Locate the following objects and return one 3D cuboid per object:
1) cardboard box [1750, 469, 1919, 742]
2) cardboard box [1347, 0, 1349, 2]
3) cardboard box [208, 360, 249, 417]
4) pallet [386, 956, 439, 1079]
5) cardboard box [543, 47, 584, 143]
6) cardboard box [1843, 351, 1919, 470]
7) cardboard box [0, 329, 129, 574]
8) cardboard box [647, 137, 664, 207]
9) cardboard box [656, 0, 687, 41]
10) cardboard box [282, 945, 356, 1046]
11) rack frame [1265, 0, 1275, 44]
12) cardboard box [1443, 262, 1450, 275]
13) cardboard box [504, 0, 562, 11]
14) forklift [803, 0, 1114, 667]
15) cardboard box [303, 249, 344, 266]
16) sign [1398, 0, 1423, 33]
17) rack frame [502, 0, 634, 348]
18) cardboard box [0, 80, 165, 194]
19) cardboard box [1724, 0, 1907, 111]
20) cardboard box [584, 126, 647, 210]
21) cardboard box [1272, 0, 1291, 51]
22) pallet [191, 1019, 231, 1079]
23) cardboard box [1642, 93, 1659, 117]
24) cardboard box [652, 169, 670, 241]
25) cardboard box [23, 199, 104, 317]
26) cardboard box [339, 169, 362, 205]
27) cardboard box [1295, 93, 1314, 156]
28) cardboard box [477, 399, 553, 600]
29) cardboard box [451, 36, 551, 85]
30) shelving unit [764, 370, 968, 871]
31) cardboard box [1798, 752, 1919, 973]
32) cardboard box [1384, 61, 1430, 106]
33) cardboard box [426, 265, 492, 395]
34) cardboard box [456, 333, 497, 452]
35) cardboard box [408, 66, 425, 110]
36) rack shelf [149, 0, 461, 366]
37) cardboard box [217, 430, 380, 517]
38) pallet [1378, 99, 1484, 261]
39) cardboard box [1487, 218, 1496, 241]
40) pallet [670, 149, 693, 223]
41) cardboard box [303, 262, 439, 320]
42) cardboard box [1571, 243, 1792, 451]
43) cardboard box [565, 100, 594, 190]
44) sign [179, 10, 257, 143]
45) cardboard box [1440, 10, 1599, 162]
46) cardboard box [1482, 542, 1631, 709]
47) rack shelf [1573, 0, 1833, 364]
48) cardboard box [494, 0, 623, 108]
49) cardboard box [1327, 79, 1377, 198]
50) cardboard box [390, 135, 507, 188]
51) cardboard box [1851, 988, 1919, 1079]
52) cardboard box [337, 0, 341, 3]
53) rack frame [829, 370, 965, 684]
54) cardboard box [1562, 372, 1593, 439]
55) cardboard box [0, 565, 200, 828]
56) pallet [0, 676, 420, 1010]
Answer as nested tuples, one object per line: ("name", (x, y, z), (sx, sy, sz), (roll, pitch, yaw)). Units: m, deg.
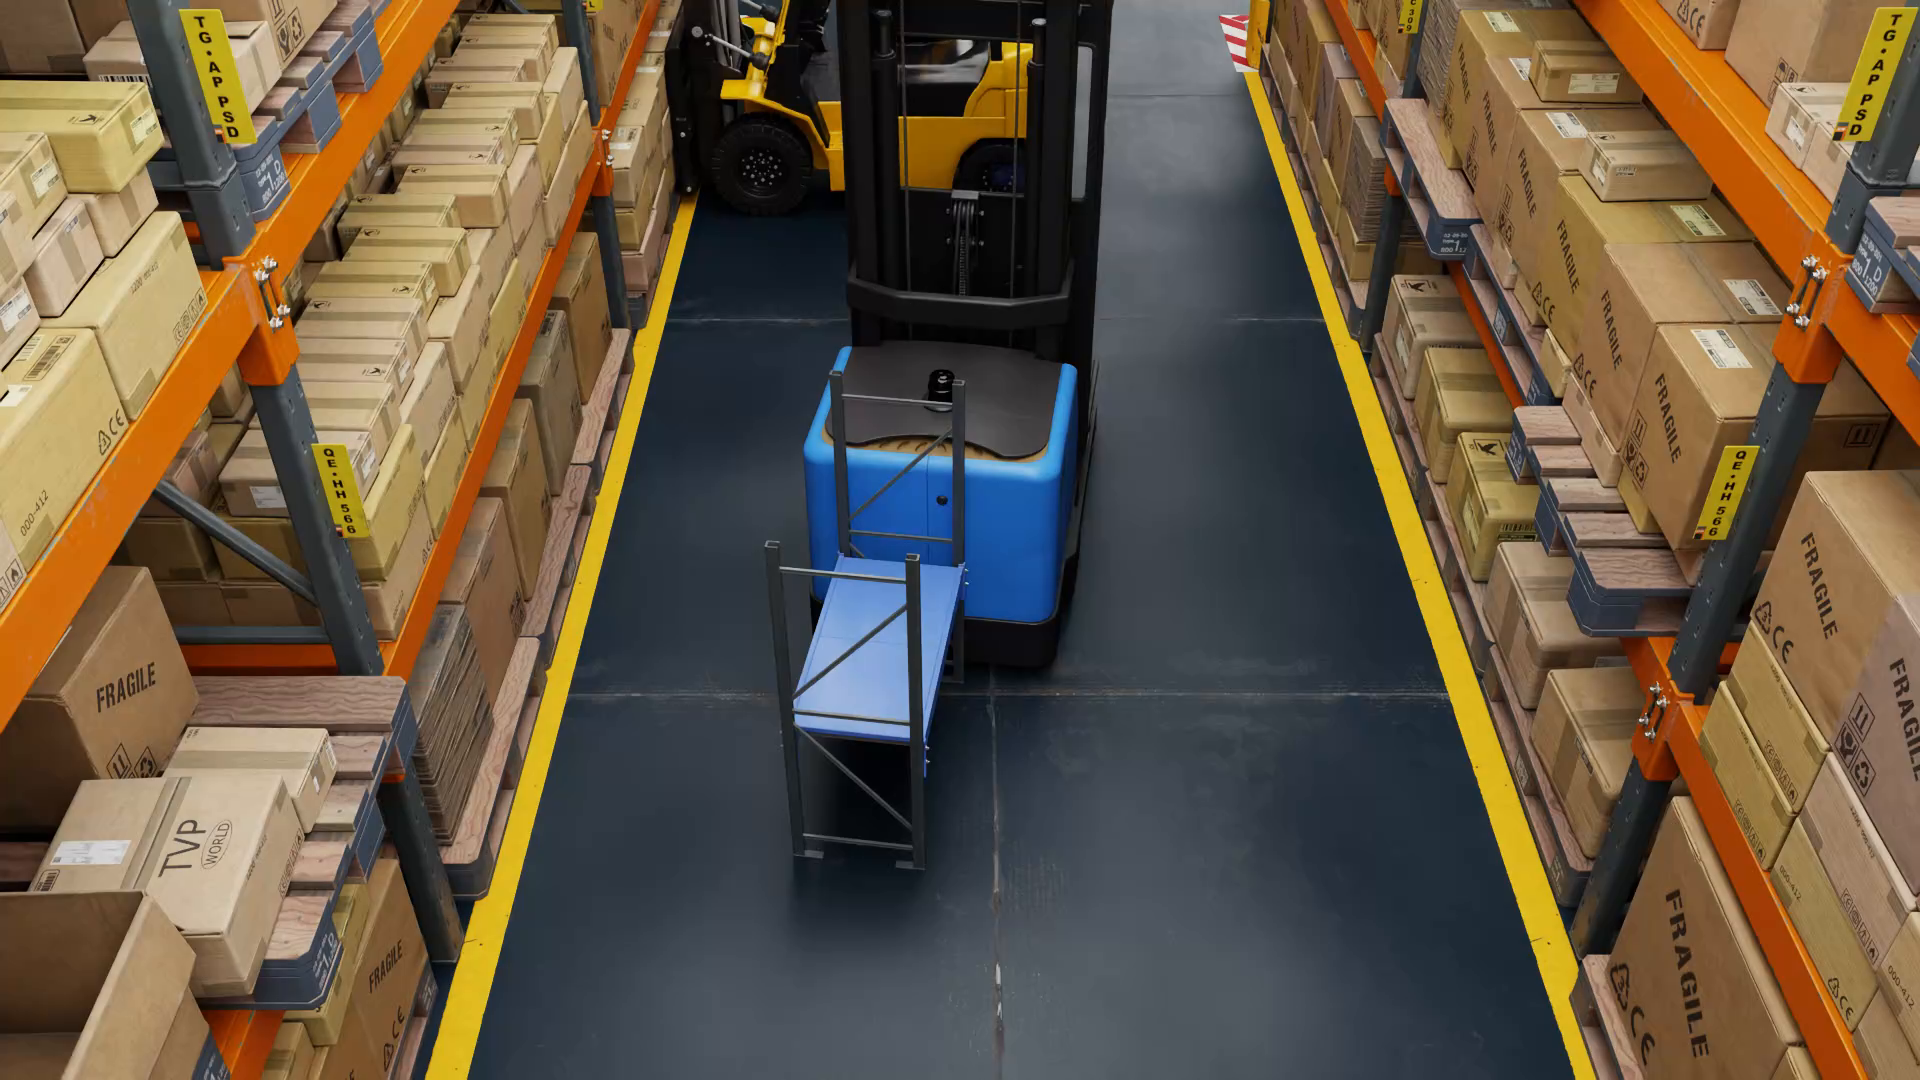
("cardboard box", (2.442, 0.165, 4.265), (0.500, 0.500, 0.500), (-1, 39, -2))
("cardboard box", (2.402, -3.114, 9.437), (0.380, 0.149, 0.250), (-1, 39, -1))
("cardboard box", (-2.531, -0.529, 5.413), (0.380, 0.149, 0.250), (0, 39, 0))
("pallet", (-2.314, 1.847, 5.277), (1.003, 0.211, 1.213), (0, 39, 0))
("cardboard box", (-2.026, -2.039, 7.616), (0.500, 0.250, 0.500), (-1, 39, -1))
("cardboard box", (2.917, -0.315, 5.090), (0.500, 0.500, 0.500), (-1, 39, -1))
("cardboard box", (-2.033, -0.185, 3.304), (0.500, 0.250, 0.500), (0, 39, 0))
("cardboard box", (-1.976, -2.113, 9.452), (0.500, 0.250, 0.500), (0, 39, 0))
("cardboard box", (-1.957, -3.269, 10.495), (0.500, 0.250, 0.500), (0, 39, 1))
("cardboard box", (-1.992, 1.330, 4.837), (0.380, 0.149, 0.250), (-2, 39, -2))
("rack frame", (2.677, -4.717, 11.237), (1.000, 3.000, 0.127), (0, 39, 0))
("cardboard box", (2.951, -1.676, 9.305), (0.500, 0.250, 0.500), (-2, 39, -2))
("cardboard box", (-2.019, -2.701, 8.123), (0.380, 0.149, 0.250), (-1, 39, -1))
("forklift", (0.090, -1.529, 7.315), (1.130, 2.935, 3.031), (5, 39, 6))
("cardboard box", (-2.549, -1.073, 6.410), (0.500, 0.250, 0.500), (-1, 39, -1))
("sign", (2.139, -2.548, 7.839), (0.100, 0.325, 0.005), (0, 39, 0))
("rack frame", (-2.282, -2.210, 8.109), (1.000, 3.000, 0.127), (0, 39, 0))
("cardboard box", (-1.981, -0.877, 3.610), (0.380, 0.149, 0.250), (1, 39, 1))
("cardboard box", (2.695, -1.516, 4.765), (0.700, 0.500, 0.500), (0, 39, 0))
("cardboard box", (-1.969, -1.993, 8.902), (0.500, 0.250, 0.500), (-1, 39, -1))
("cardboard box", (2.402, -3.581, 11.083), (0.500, 0.500, 0.500), (-1, 39, -2))
("pallet", (-2.270, 1.583, 3.530), (1.003, 0.211, 1.213), (0, 39, 0))
("cardboard box", (2.908, -1.613, 6.710), (0.500, 0.500, 0.500), (1, 39, 1))
("cardboard box", (-1.967, -1.921, 9.611), (0.500, 0.250, 0.500), (-1, 39, -1))
("cardboard box", (-2.055, -0.592, 3.493), (0.380, 0.149, 0.250), (-1, 39, -1))
("cardboard box", (-2.541, -1.328, 6.410), (0.380, 0.149, 0.250), (0, 39, 0))
("cardboard box", (2.408, -2.643, 10.512), (0.500, 0.250, 0.500), (2, 39, 3))
("cardboard box", (-2.274, -0.165, 7.120), (0.875, 0.625, 0.625), (-2, 39, -2))
("cardboard box", (-2.041, -2.127, 7.407), (0.380, 0.149, 0.250), (-1, 39, -1))
("shelving unit", (-0.304, 0.304, 6.171), (0.538, 1.500, 1.048), (5, 39, 6))
("cardboard box", (2.440, 0.790, 4.086), (0.500, 0.250, 0.500), (1, 39, 1))
("cardboard box", (2.377, -2.318, 8.445), (0.380, 0.149, 0.250), (0, 39, -1))
("cardboard box", (-2.015, -0.763, 6.023), (0.500, 0.250, 0.500), (-1, 39, -1))
("cardboard box", (-2.037, -0.564, 6.175), (0.500, 0.250, 0.500), (-1, 39, -2))
("cardboard box", (-2.549, -1.958, 7.196), (0.380, 0.149, 0.250), (0, 39, 0))
("rack shelf", (-2.280, -1.849, 5.835), (1.077, 0.370, 4.000), (0, 39, 0))
("cardboard box", (-1.983, -0.200, 5.002), (0.380, 0.149, 0.250), (1, 39, 1))
("pallet", (2.537, -1.663, 7.579), (1.003, 0.211, 1.213), (0, 39, 0))
("cardboard box", (2.392, -1.287, 6.822), (0.380, 0.149, 0.250), (0, 39, 0))
("pallet", (-2.245, -2.384, 10.556), (1.003, 0.211, 1.213), (0, 39, 0))
("cardboard box", (-2.054, -0.848, 5.811), (0.380, 0.149, 0.250), (0, 39, 0))
("cardboard box", (2.396, -0.640, 5.497), (0.500, 0.500, 0.500), (-1, 39, -1))
("cardboard box", (-2.020, -1.836, 7.762), (0.500, 0.250, 0.500), (1, 39, 1))
("sign", (-1.735, -1.080, 3.886), (0.100, 0.325, 0.005), (0, 39, 0))
("cardboard box", (2.397, -1.928, 7.103), (0.500, 0.500, 0.500), (0, 39, 0))
("cardboard box", (2.687, 0.333, 6.702), (0.950, 0.372, 0.625), (-1, 39, -1))
("rack shelf", (2.684, -1.855, 5.842), (1.077, 0.370, 4.000), (0, 39, 0))
("cardboard box", (-2.021, -2.526, 8.424), (0.500, 0.500, 0.500), (-1, 39, -1))
("cardboard box", (2.410, -2.287, 9.468), (0.500, 0.500, 0.500), (1, 39, 1))
("cardboard box", (-2.028, -1.489, 6.611), (0.380, 0.149, 0.250), (0, 39, 0))
("cardboard box", (2.448, 1.300, 3.849), (0.500, 0.250, 0.500), (1, 39, 1))
("cardboard box", (-2.135, -1.889, 4.814), (0.700, 0.500, 0.500), (-1, 39, -1))
("rack frame", (-0.231, -0.010, 6.563), (0.500, 1.500, 0.032), (5, 39, 6))
("cardboard box", (2.341, -0.467, 5.800), (0.380, 0.149, 0.250), (-2, 39, -2))
("cardboard box", (-2.433, 0.411, 4.423), (0.500, 0.500, 0.500), (2, 39, 2))
("pallet", (-2.206, 0.791, 4.518), (1.213, 0.211, 1.003), (0, 39, 0))
